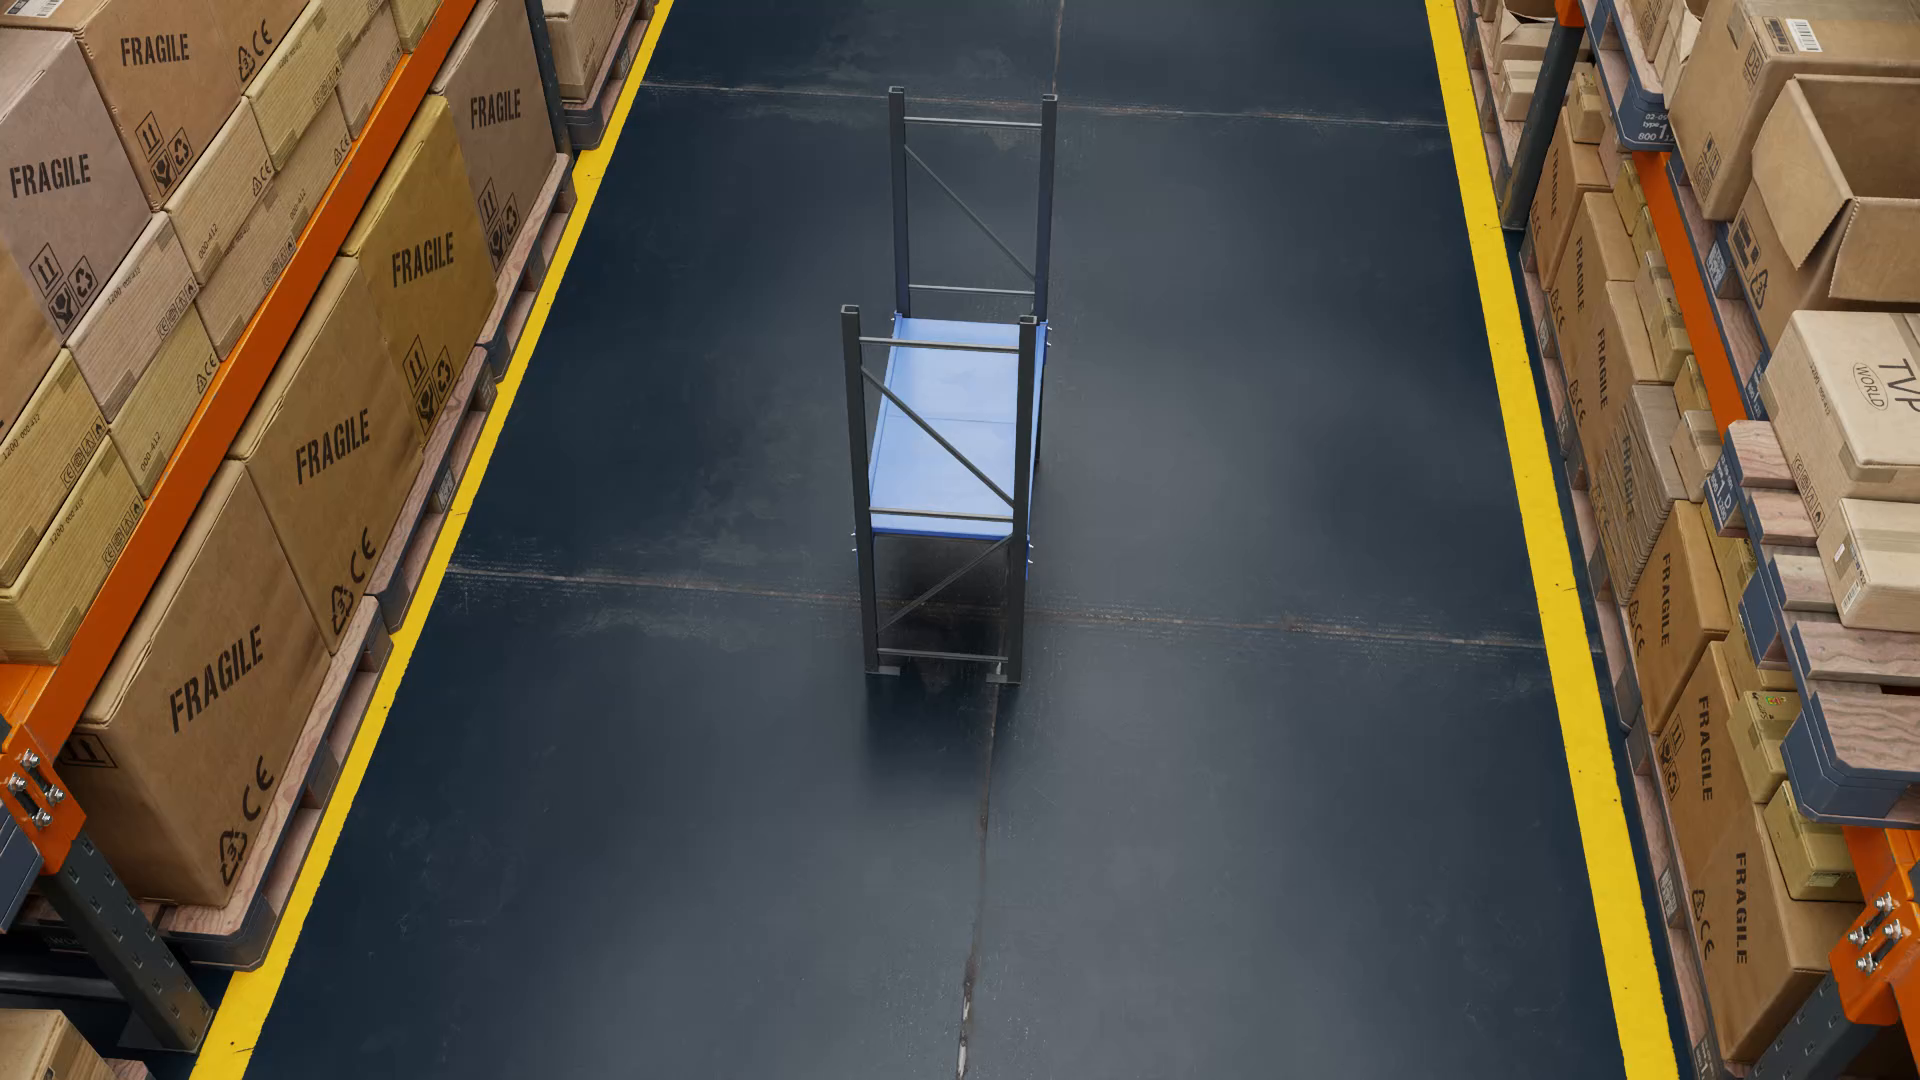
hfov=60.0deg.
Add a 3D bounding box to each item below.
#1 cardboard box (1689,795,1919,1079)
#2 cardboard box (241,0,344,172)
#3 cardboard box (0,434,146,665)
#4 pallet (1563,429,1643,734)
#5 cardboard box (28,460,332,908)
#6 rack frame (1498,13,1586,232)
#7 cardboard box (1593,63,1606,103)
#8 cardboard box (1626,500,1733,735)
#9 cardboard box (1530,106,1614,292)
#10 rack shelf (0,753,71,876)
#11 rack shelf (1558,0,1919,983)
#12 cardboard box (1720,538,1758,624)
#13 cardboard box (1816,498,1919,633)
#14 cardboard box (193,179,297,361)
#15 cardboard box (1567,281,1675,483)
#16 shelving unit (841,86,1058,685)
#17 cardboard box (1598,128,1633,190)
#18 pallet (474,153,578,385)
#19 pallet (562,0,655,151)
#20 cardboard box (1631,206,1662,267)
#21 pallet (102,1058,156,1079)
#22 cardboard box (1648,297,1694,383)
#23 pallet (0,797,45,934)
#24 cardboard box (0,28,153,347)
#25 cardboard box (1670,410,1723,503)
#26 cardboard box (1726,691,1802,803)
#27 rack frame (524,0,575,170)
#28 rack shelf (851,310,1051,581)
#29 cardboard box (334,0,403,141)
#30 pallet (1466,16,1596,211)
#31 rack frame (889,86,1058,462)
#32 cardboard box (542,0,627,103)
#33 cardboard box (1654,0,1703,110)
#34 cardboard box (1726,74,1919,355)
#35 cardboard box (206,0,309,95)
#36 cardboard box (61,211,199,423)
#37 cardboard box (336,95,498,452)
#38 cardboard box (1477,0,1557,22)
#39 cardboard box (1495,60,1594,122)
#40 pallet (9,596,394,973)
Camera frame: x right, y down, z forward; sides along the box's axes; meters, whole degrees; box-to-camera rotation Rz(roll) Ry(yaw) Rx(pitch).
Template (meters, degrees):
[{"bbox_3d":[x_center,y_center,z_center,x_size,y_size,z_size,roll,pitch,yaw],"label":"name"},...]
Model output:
[{"bbox_3d":[2.221,1.004,4.208,0.500,0.500,0.500,5,48,5],"label":"cardboard box"},{"bbox_3d":[-2.089,-1.295,4.664,0.500,0.250,0.500,5,48,4],"label":"cardboard box"},{"bbox_3d":[-2.251,0.004,3.815,0.500,0.250,0.500,3,48,3],"label":"cardboard box"},{"bbox_3d":[2.616,0.128,5.490,1.003,0.211,1.213,4,48,4],"label":"pallet"},{"bbox_3d":[-2.401,0.370,4.535,0.875,0.875,0.875,3,48,3],"label":"cardboard box"},{"bbox_3d":[2.761,-2.312,5.832,1.000,3.000,0.127,4,48,4],"label":"rack frame"},{"bbox_3d":[2.524,-1.680,6.022,0.380,0.149,0.250,3,48,3],"label":"cardboard box"},{"bbox_3d":[2.322,0.252,4.896,0.500,0.500,0.500,6,48,5],"label":"cardboard box"},{"bbox_3d":[2.493,-1.270,6.288,0.500,0.500,0.500,6,48,5],"label":"cardboard box"},{"bbox_3d":[-2.729,2.009,2.368,1.077,0.370,4.000,4,48,4],"label":"rack shelf"},{"bbox_3d":[2.579,-0.600,4.753,1.077,0.370,4.000,4,48,4],"label":"rack shelf"},{"bbox_3d":[2.321,0.146,4.553,0.380,0.149,0.250,5,48,5],"label":"cardboard box"},{"bbox_3d":[2.075,0.062,3.546,0.380,0.149,0.250,5,48,4],"label":"cardboard box"},{"bbox_3d":[-2.168,-0.760,4.514,0.500,0.250,0.500,5,48,5],"label":"cardboard box"},{"bbox_3d":[2.405,-0.511,5.594,0.500,0.500,0.500,3,48,2],"label":"cardboard box"},{"bbox_3d":[-0.008,-0.443,5.139,0.538,1.500,1.048,4,48,4],"label":"shelving unit"},{"bbox_3d":[2.516,-1.375,5.944,0.380,0.149,0.250,3,48,2],"label":"cardboard box"},{"bbox_3d":[-2.177,-1.130,6.640,1.003,0.211,1.213,4,48,4],"label":"pallet"},{"bbox_3d":[-2.035,-2.256,7.670,1.003,0.211,1.213,4,48,4],"label":"pallet"},{"bbox_3d":[2.492,-0.983,5.586,0.380,0.149,0.250,3,48,3],"label":"cardboard box"},{"bbox_3d":[-2.619,1.811,3.950,1.003,0.211,1.213,4,48,4],"label":"pallet"},{"bbox_3d":[2.407,-0.620,5.254,0.380,0.149,0.250,5,48,5],"label":"cardboard box"},{"bbox_3d":[-2.505,0.892,3.032,1.213,0.211,1.003,4,48,4],"label":"pallet"},{"bbox_3d":[-2.222,-0.786,3.691,0.500,0.500,0.500,4,48,4],"label":"cardboard box"},{"bbox_3d":[2.339,-0.242,4.909,0.380,0.149,0.250,2,48,2],"label":"cardboard box"},{"bbox_3d":[2.184,0.528,4.204,0.380,0.149,0.250,2,48,2],"label":"cardboard box"},{"bbox_3d":[-2.182,-2.643,6.135,1.000,3.000,0.127,4,48,4],"label":"rack frame"},{"bbox_3d":[-0.008,-0.322,5.272,0.538,0.185,1.000,4,48,4],"label":"rack shelf"},{"bbox_3d":[-2.084,-1.502,5.193,0.500,0.250,0.500,3,48,2],"label":"cardboard box"},{"bbox_3d":[2.825,-1.875,7.322,1.003,0.211,1.213,4,48,4],"label":"pallet"},{"bbox_3d":[0.039,-0.817,5.481,0.500,1.500,0.032,4,48,4],"label":"rack frame"},{"bbox_3d":[-2.018,-2.374,7.341,0.875,0.438,0.875,3,48,3],"label":"cardboard box"},{"bbox_3d":[2.253,-1.413,4.816,0.396,0.266,0.258,6,48,5],"label":"cardboard box"},{"bbox_3d":[2.362,-0.761,4.059,0.797,0.503,0.637,3,48,3],"label":"cardboard box"},{"bbox_3d":[-2.110,-1.536,4.377,0.500,0.500,0.500,5,48,4],"label":"cardboard box"},{"bbox_3d":[-2.206,-0.557,3.990,0.500,0.250,0.500,5,48,4],"label":"cardboard box"},{"bbox_3d":[-2.233,-0.943,5.735,0.875,0.875,0.875,5,48,5],"label":"cardboard box"},{"bbox_3d":[2.765,-2.718,7.613,0.700,0.500,0.500,2,48,2],"label":"cardboard box"},{"bbox_3d":[2.520,-1.921,7.121,0.380,0.149,0.250,3,48,2],"label":"cardboard box"},{"bbox_3d":[-2.400,0.663,5.001,1.003,0.211,1.213,4,48,4],"label":"pallet"}]
